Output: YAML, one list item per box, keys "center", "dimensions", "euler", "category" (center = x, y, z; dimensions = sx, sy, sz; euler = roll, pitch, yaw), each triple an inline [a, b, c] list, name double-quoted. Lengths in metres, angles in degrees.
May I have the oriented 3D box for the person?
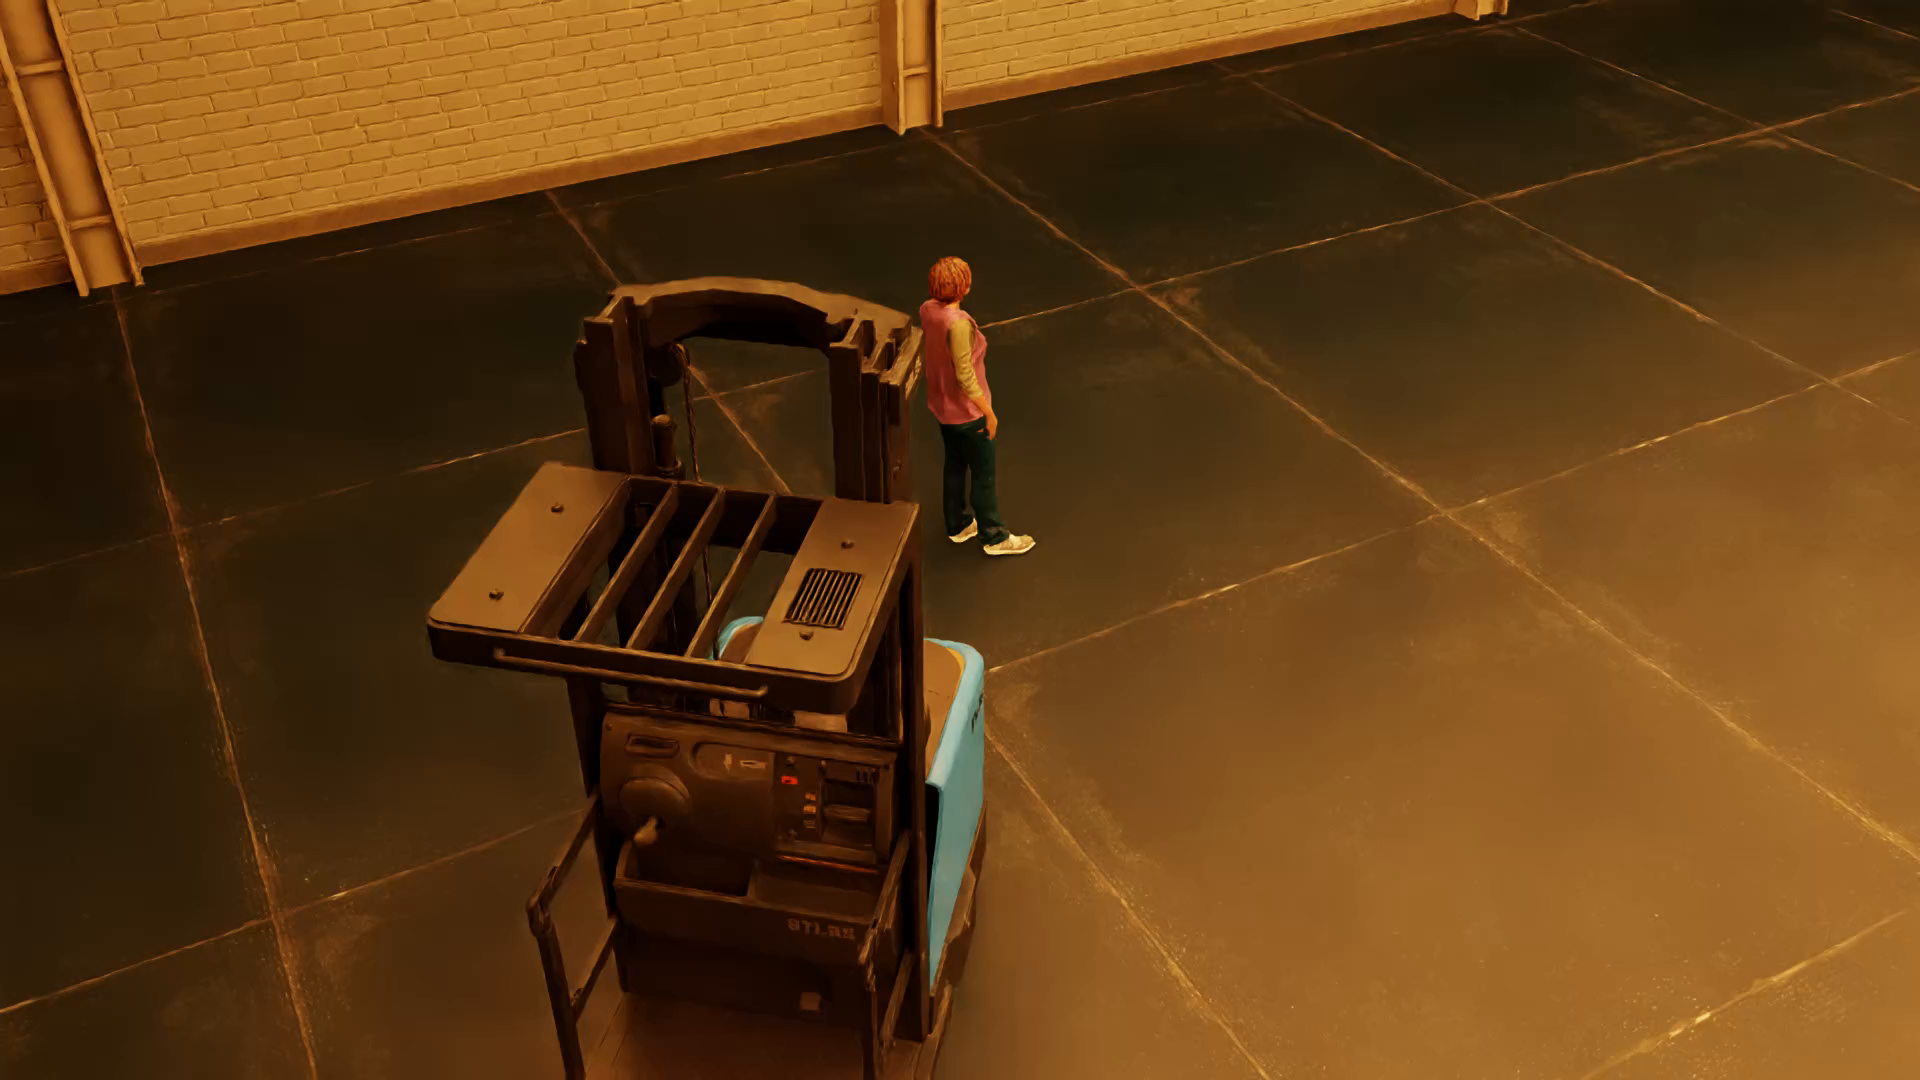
- center: [0.072, -0.671, 8.216]
  dimensions: [0.474, 1.597, 0.520]
  euler: [-17, 39, -23]
  category: "person"

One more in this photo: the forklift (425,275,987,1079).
- center: [-0.697, 0.847, 4.925]
  dimensions: [1.130, 2.935, 3.031]
  euler: [7, 36, 10]
  category: "forklift"
